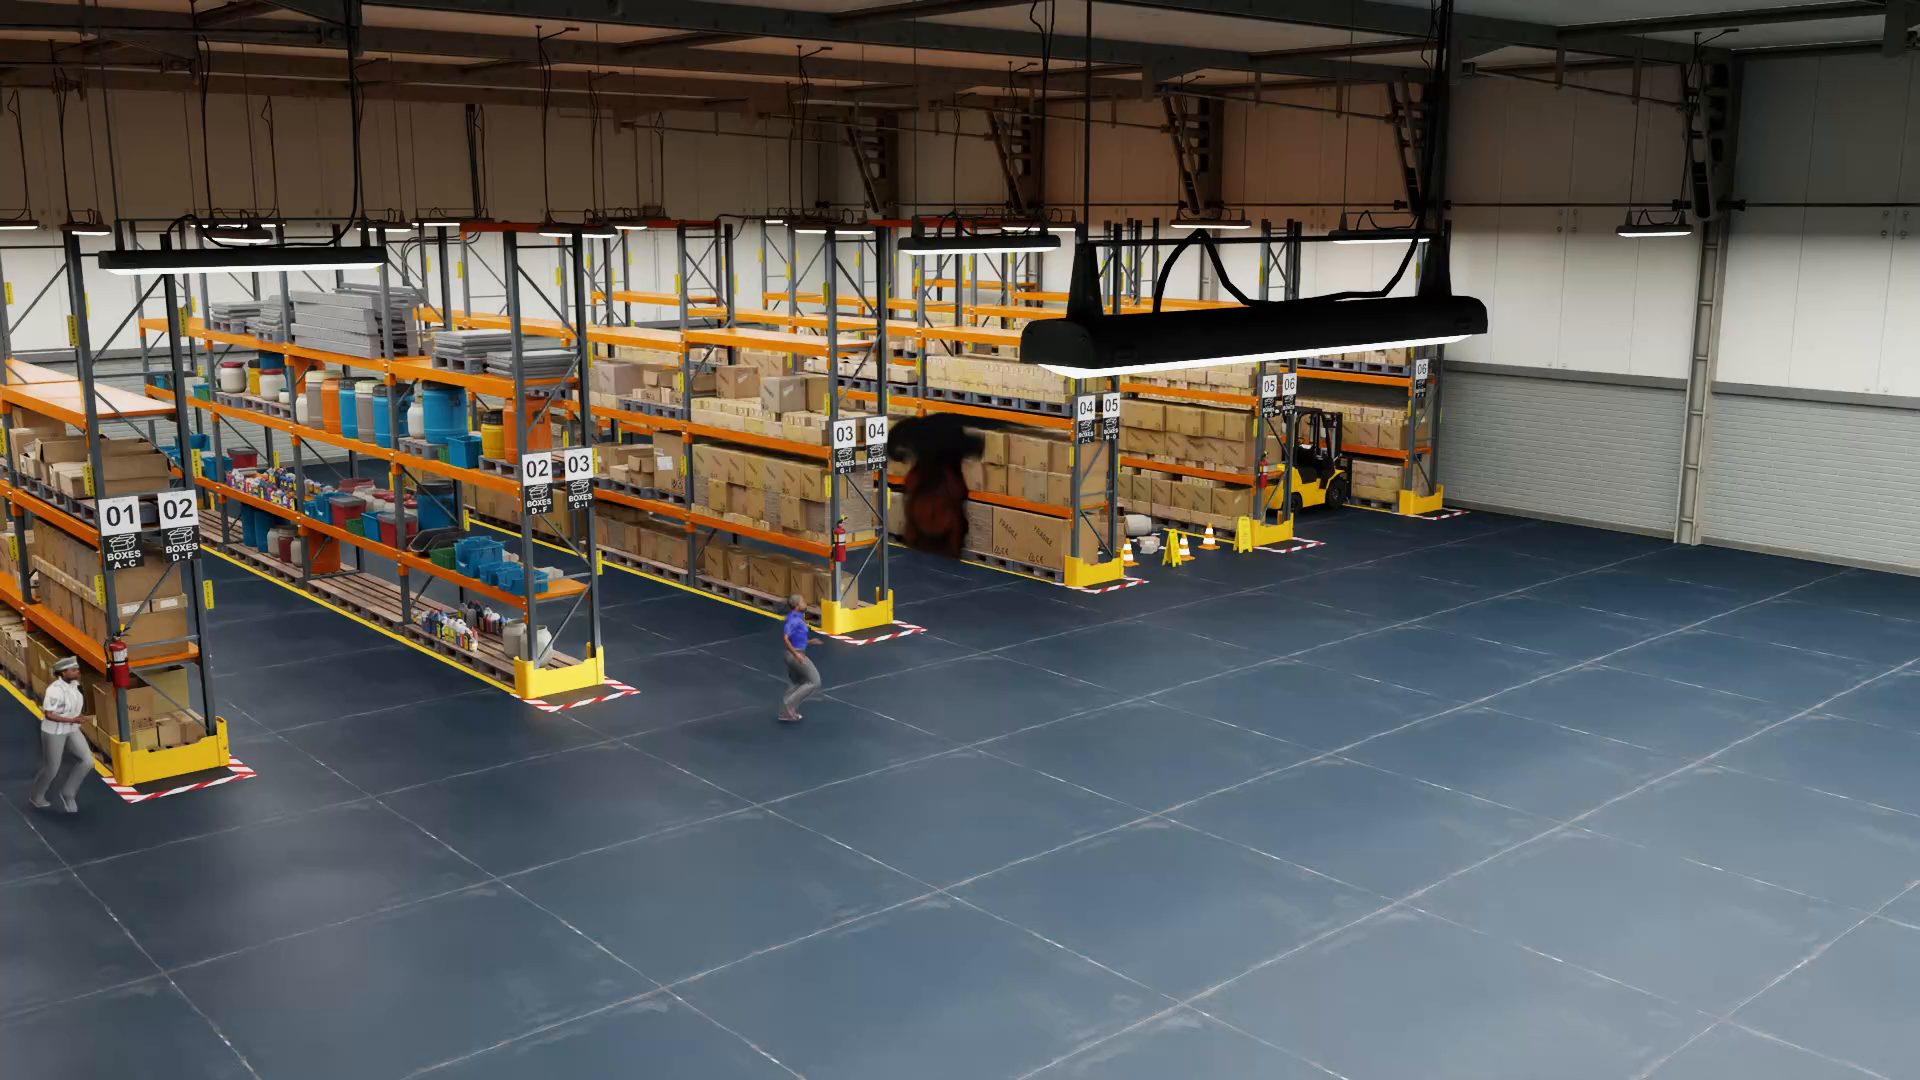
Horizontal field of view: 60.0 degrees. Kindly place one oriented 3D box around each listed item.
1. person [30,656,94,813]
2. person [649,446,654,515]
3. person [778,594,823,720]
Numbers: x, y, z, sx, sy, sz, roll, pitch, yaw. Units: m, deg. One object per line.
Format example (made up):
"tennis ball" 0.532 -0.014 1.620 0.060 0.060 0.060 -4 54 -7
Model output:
"person" -9.489 2.056 17.613 0.748 1.704 0.598 3 12 14
"person" -6.300 -1.396 34.611 0.617 1.630 0.902 -4 12 -21
"person" -1.968 1.452 20.560 0.579 1.610 0.571 -3 12 -15
